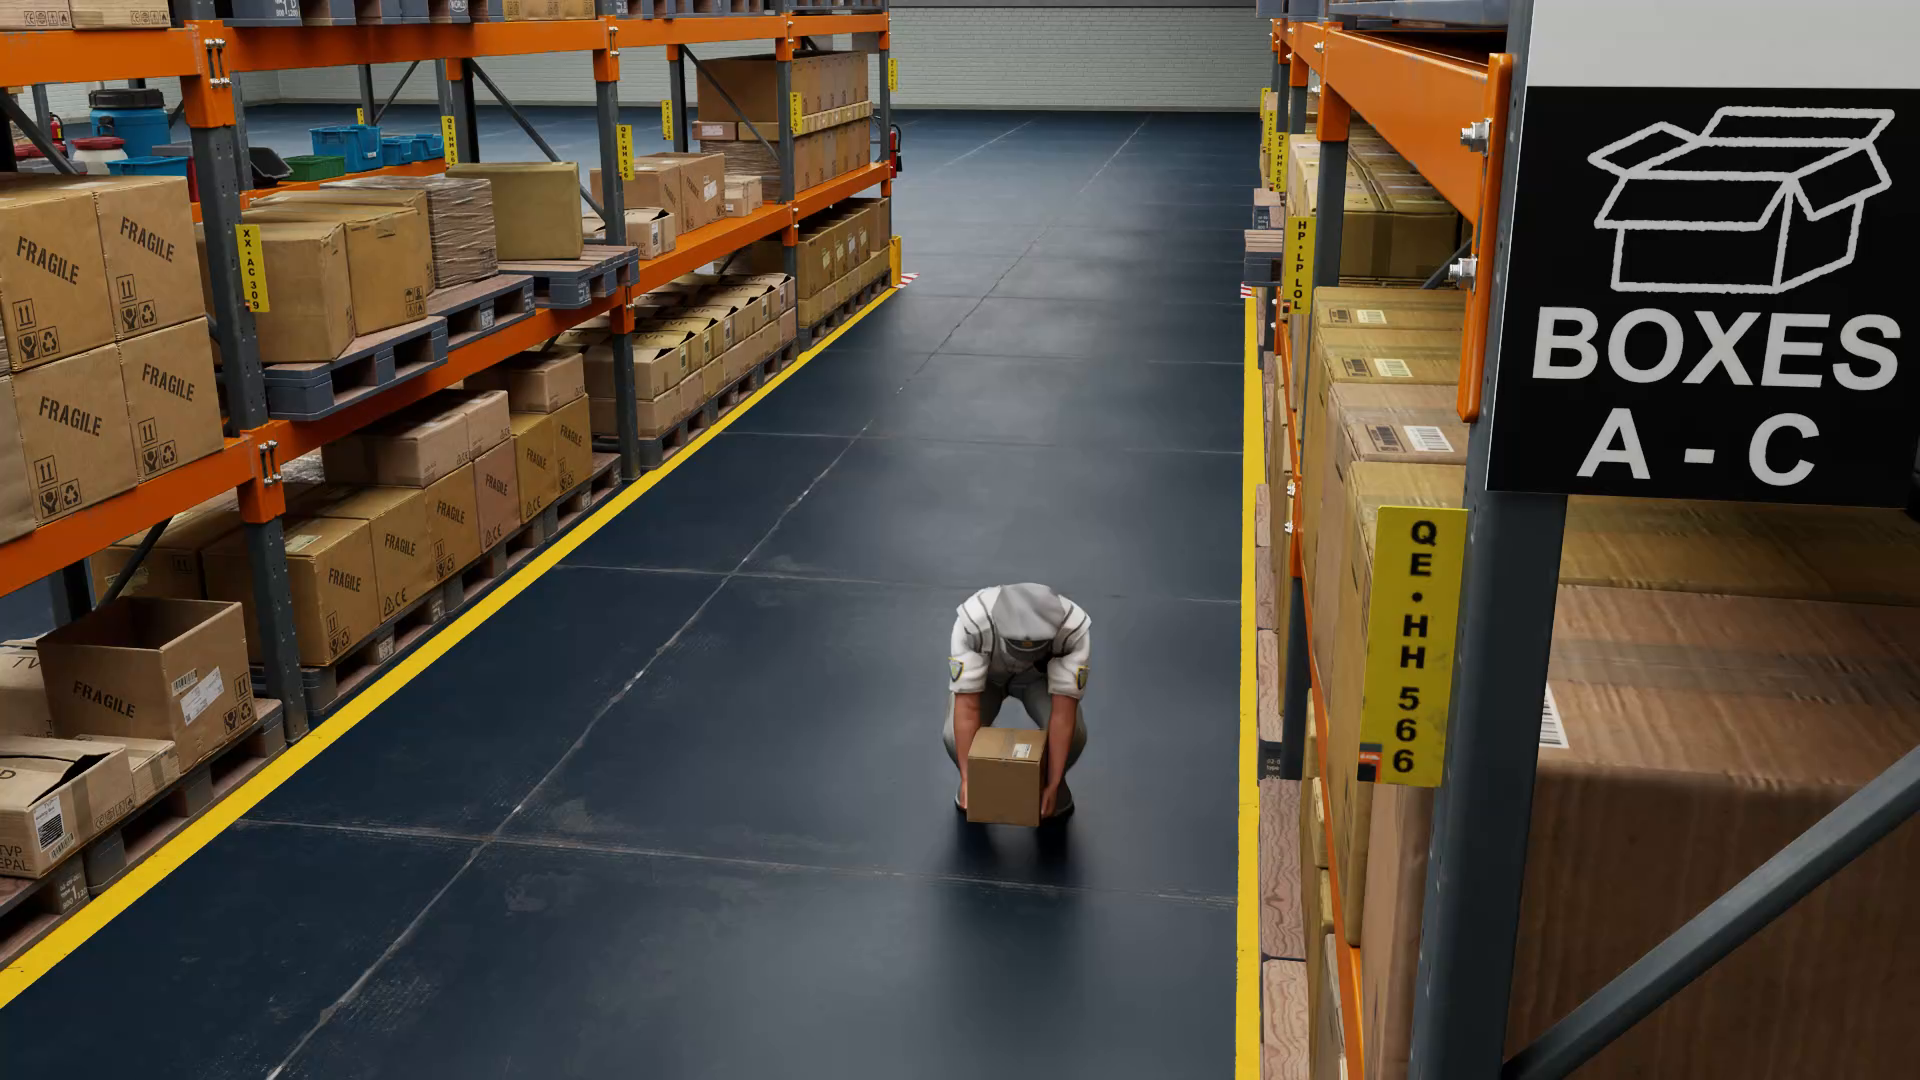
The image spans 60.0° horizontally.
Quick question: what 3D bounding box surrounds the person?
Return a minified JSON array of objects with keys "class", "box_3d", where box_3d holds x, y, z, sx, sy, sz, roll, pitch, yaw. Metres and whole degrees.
[{"class":"person","box_3d":[0.201,0.546,6.051,0.529,1.025,0.950,1,18,2]}]
